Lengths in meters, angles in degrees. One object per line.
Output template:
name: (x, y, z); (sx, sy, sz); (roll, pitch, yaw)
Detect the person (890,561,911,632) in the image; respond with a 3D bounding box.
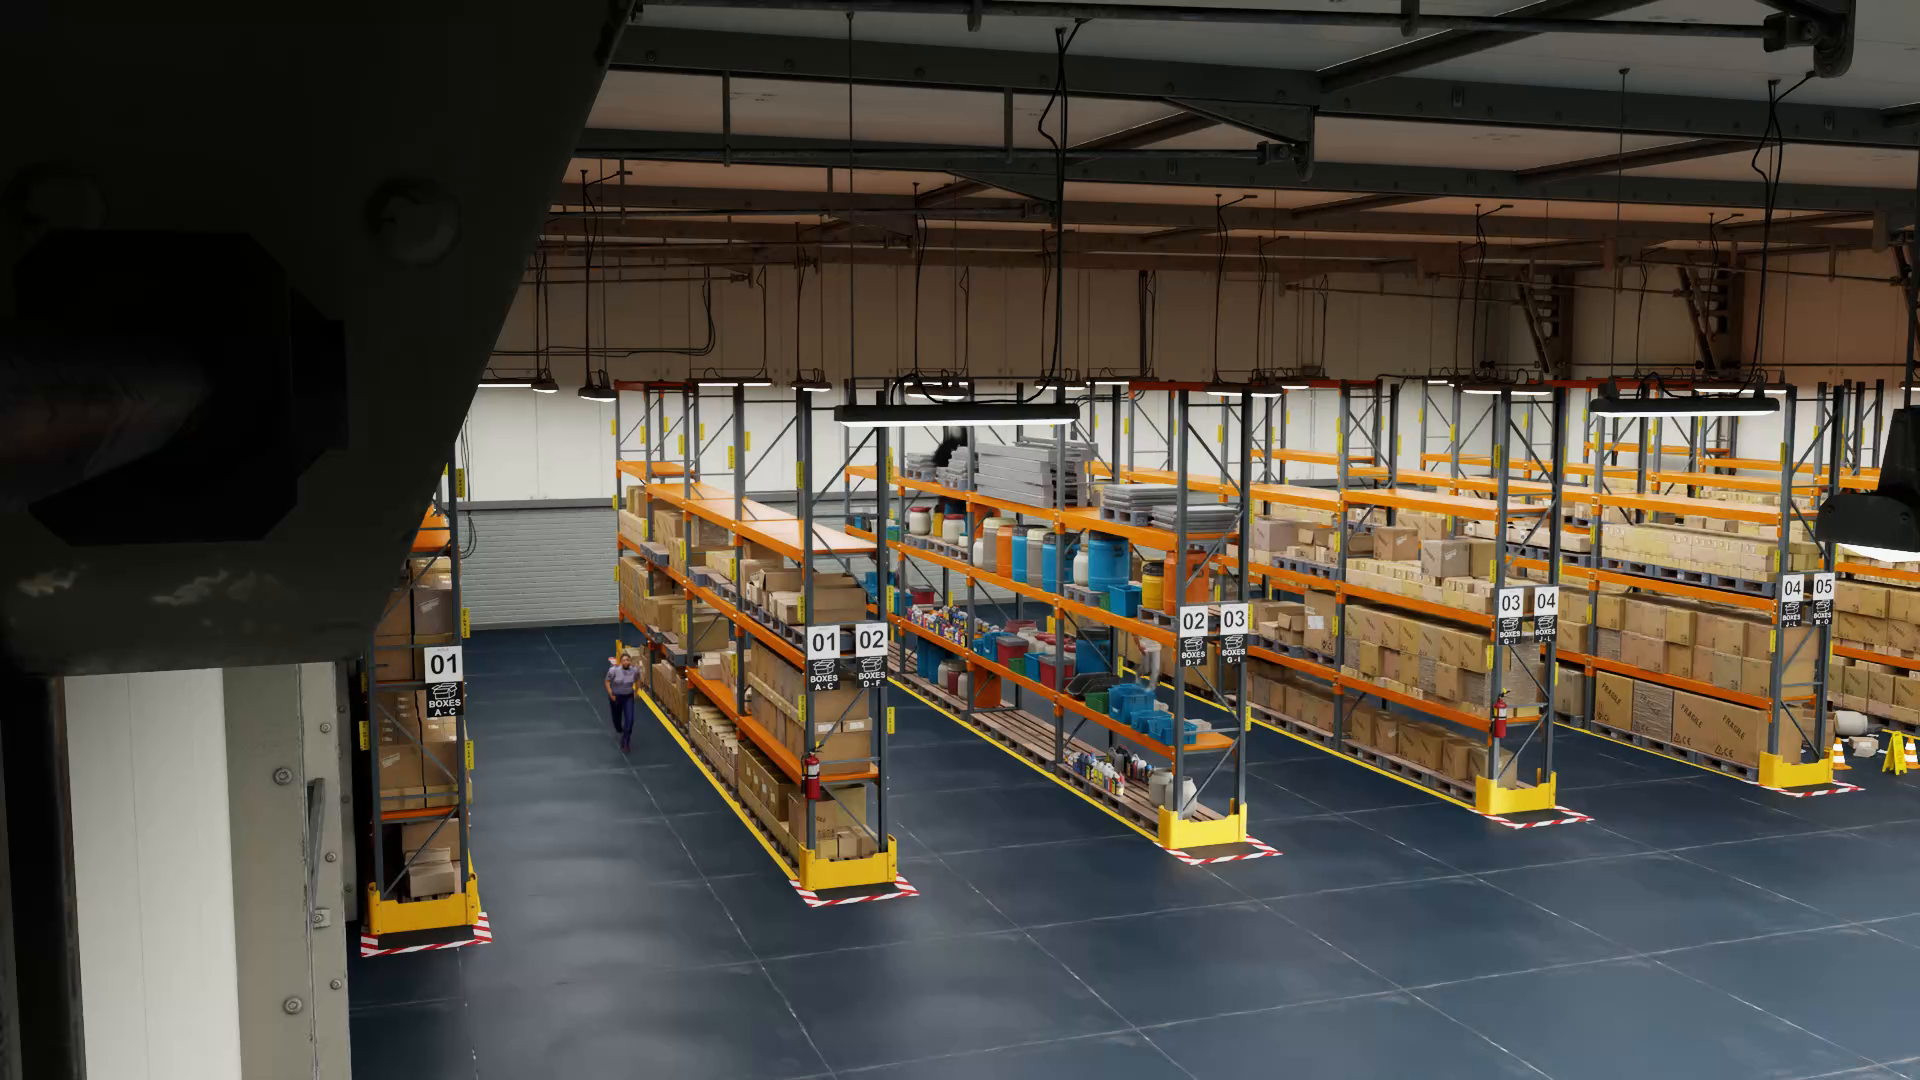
person: (-1.433, 1.346, 39.356); (0.656, 1.747, 0.862); (1, 6, 7)

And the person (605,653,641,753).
person: (-5.568, 2.660, 27.491); (0.606, 1.634, 0.920); (-2, 6, -18)

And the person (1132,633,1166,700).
person: (3.484, 2.049, 30.662); (0.718, 1.712, 1.016); (-2, 6, -19)
